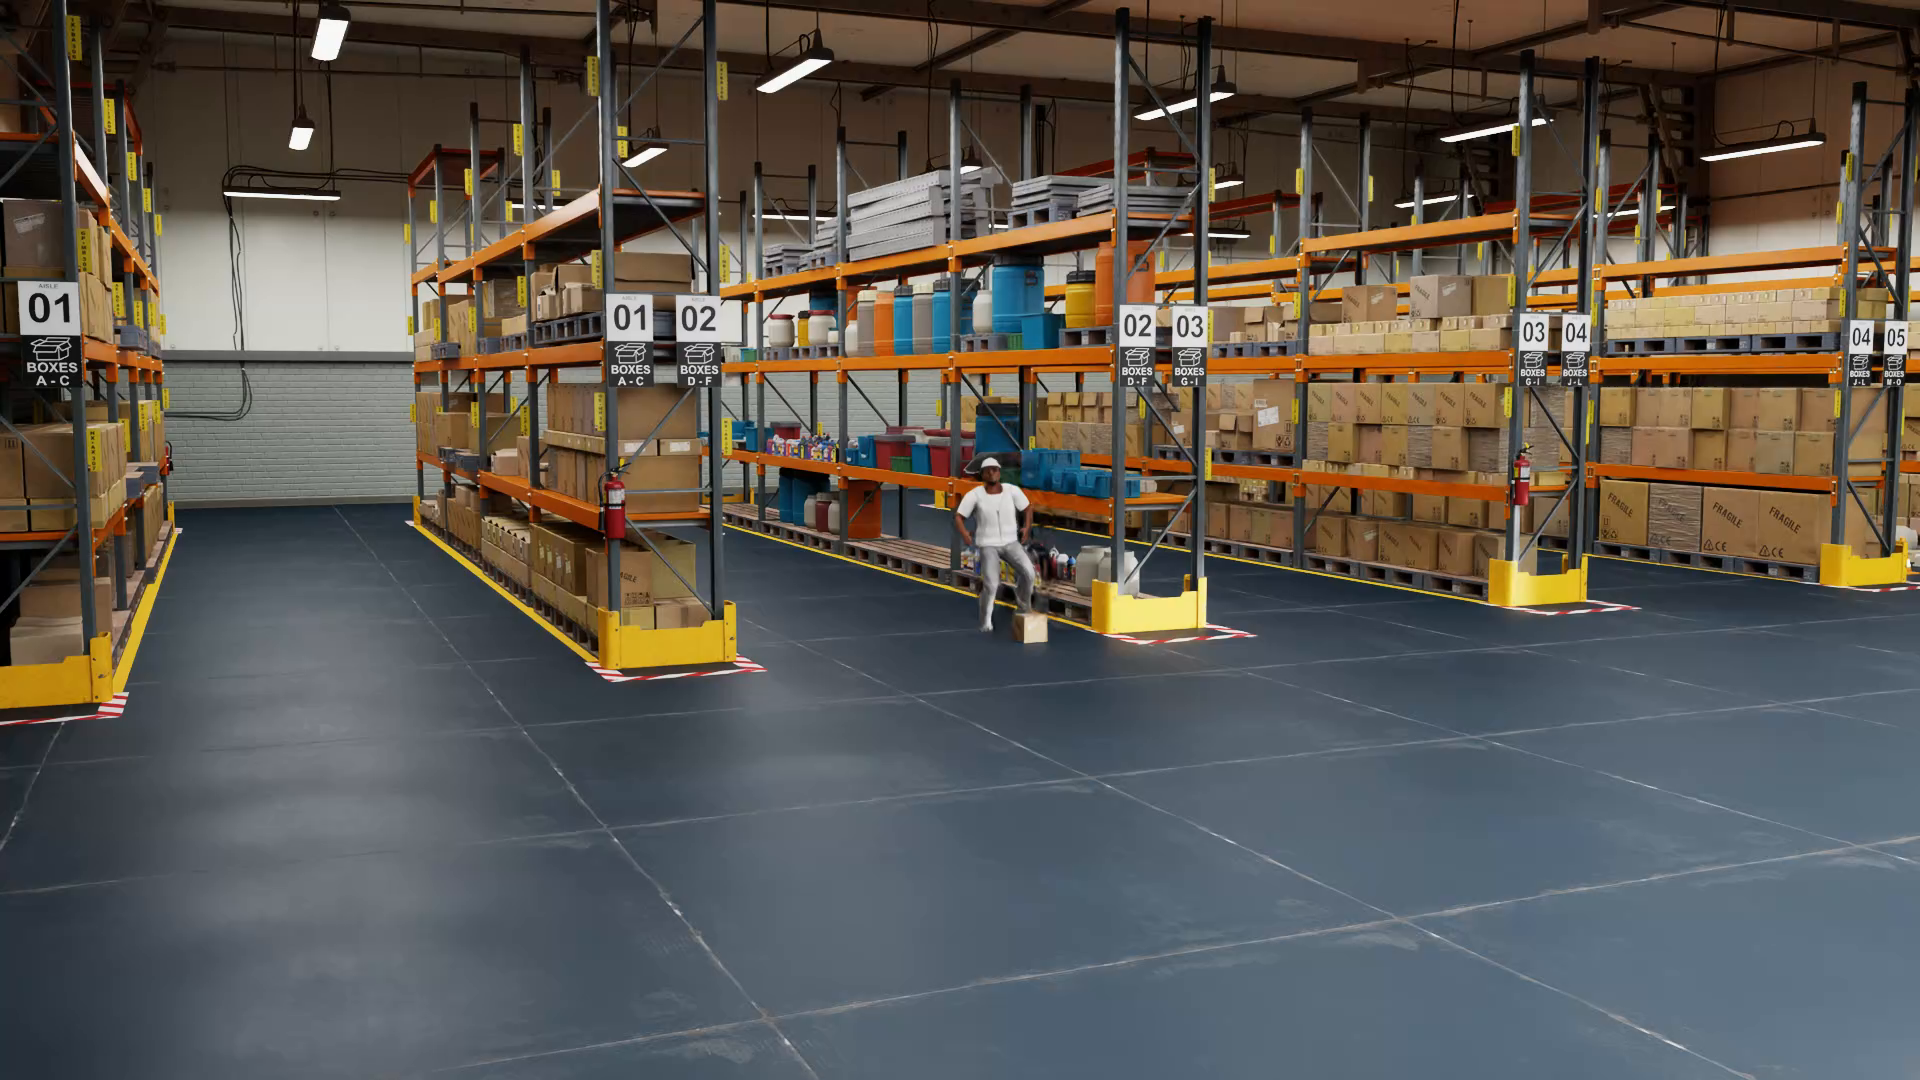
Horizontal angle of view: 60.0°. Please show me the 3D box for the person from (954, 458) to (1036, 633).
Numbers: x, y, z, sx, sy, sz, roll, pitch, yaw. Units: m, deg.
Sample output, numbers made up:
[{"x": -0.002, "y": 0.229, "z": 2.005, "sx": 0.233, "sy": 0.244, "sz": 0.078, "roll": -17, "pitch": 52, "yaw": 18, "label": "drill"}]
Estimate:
[{"x": 0.387, "y": 0.053, "z": 16.322, "sx": 0.804, "sy": 1.720, "sz": 0.552, "roll": -2, "pitch": 6, "yaw": -19, "label": "person"}]
